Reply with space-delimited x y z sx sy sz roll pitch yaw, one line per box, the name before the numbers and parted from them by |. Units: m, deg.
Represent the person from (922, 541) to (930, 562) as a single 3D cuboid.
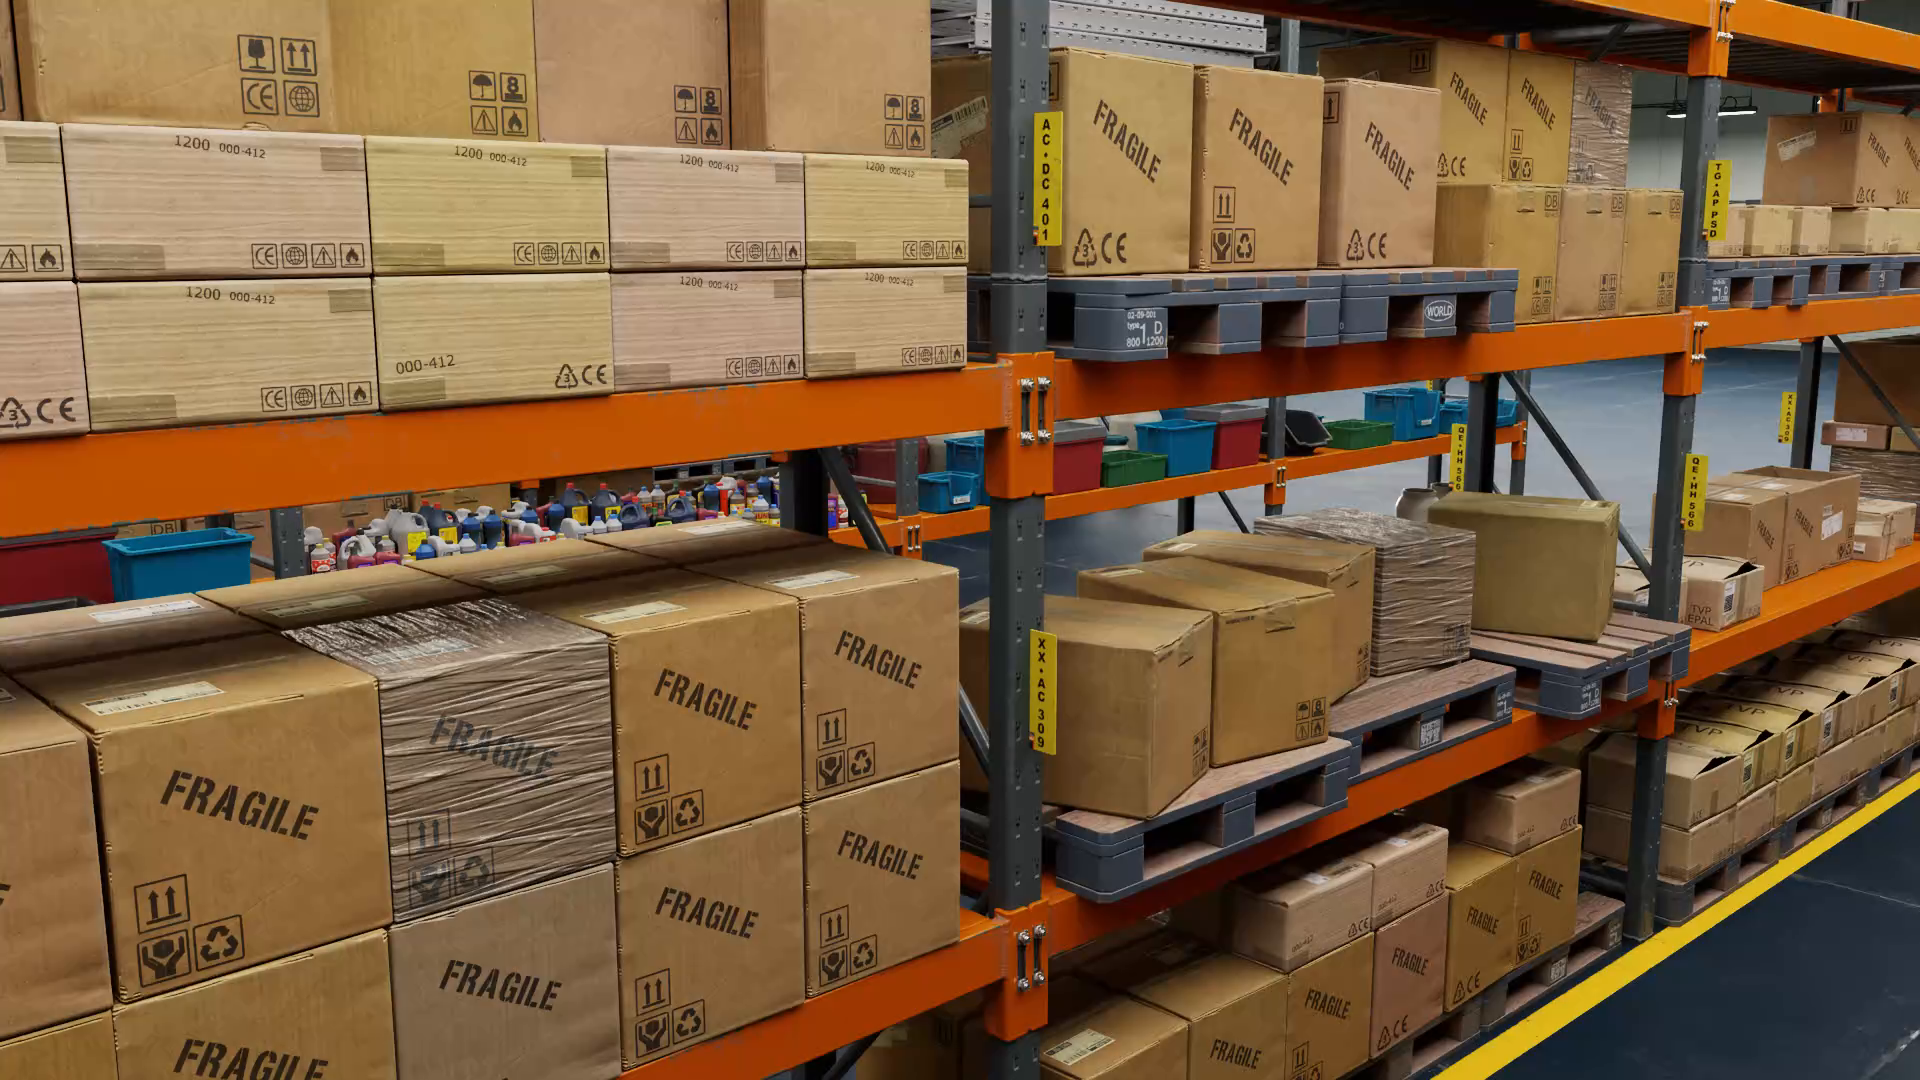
person | -0.306 -0.382 14.423 0.565 1.767 0.813 7 12 33
